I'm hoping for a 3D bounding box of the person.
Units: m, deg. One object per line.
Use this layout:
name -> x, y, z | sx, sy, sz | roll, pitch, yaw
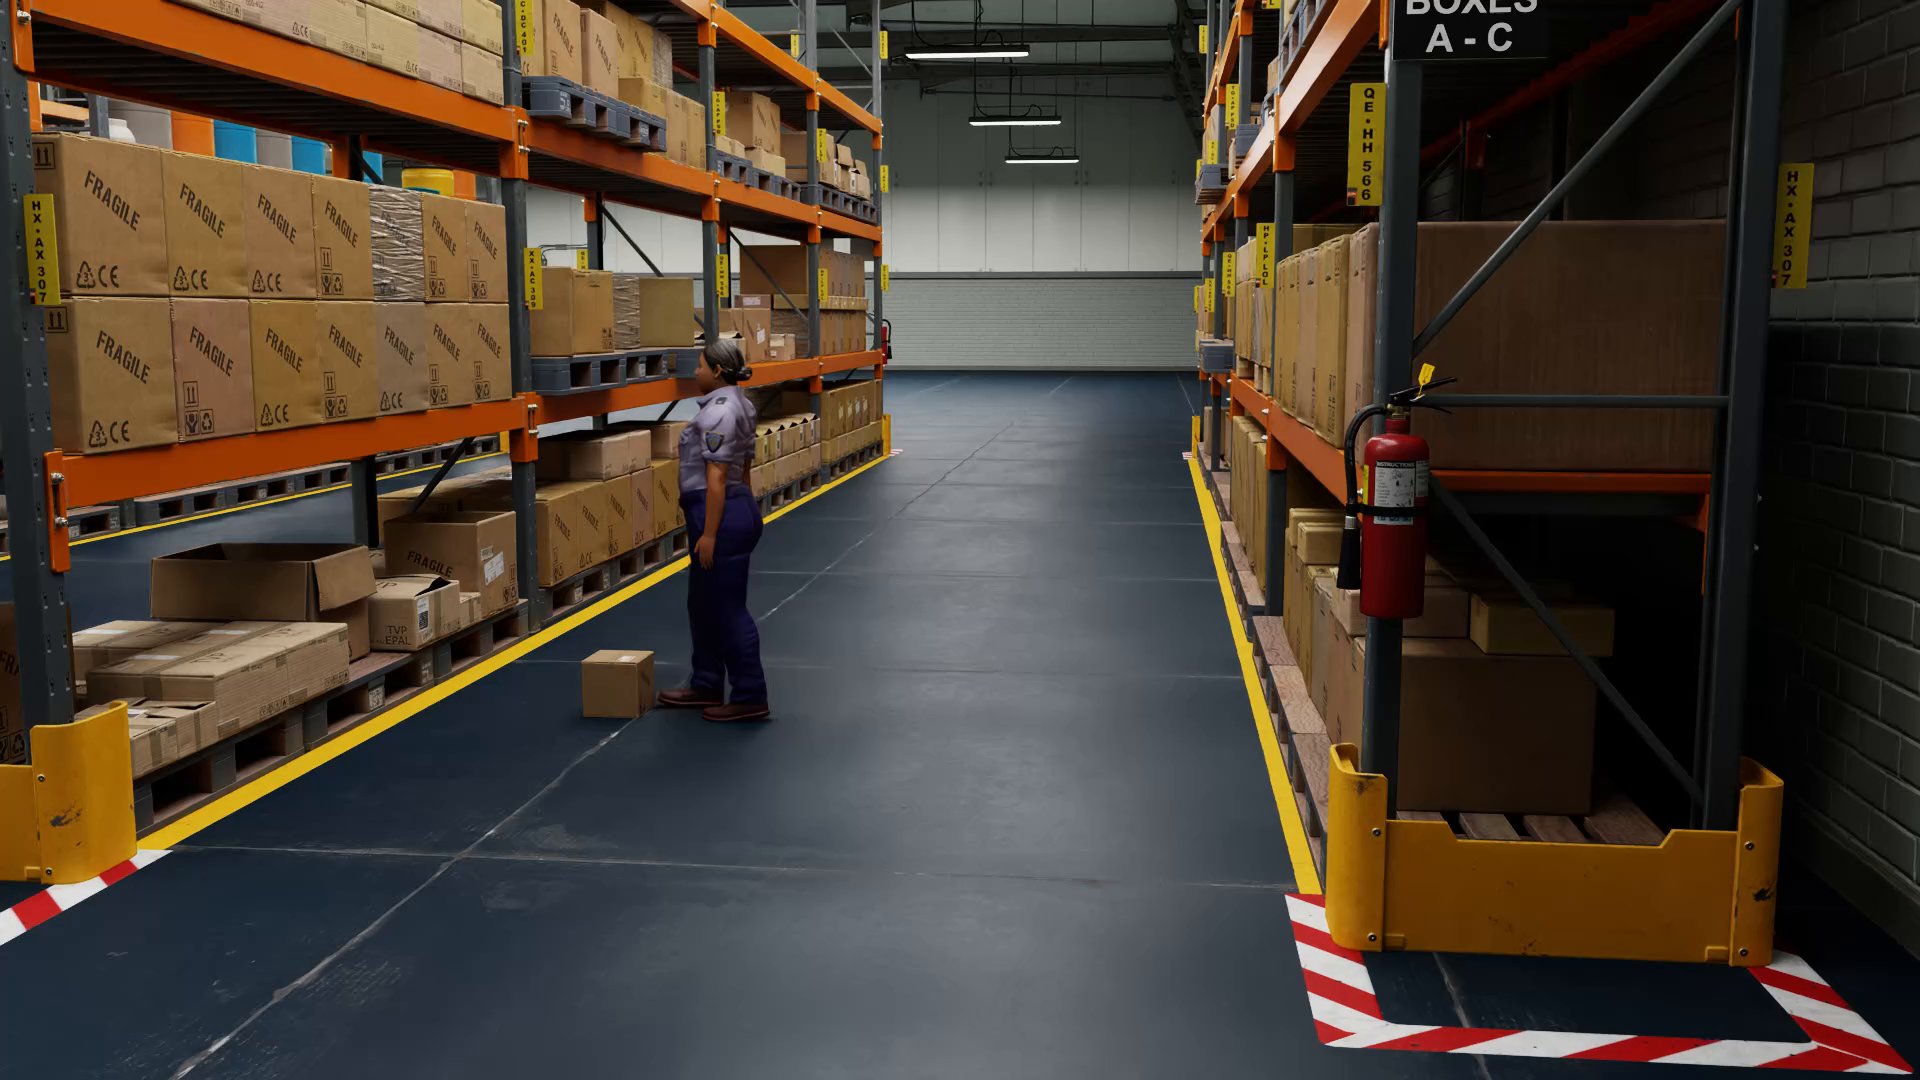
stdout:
person -> -1.092, -0.045, 7.213 | 0.561, 1.643, 0.477 | 1, 8, 7
